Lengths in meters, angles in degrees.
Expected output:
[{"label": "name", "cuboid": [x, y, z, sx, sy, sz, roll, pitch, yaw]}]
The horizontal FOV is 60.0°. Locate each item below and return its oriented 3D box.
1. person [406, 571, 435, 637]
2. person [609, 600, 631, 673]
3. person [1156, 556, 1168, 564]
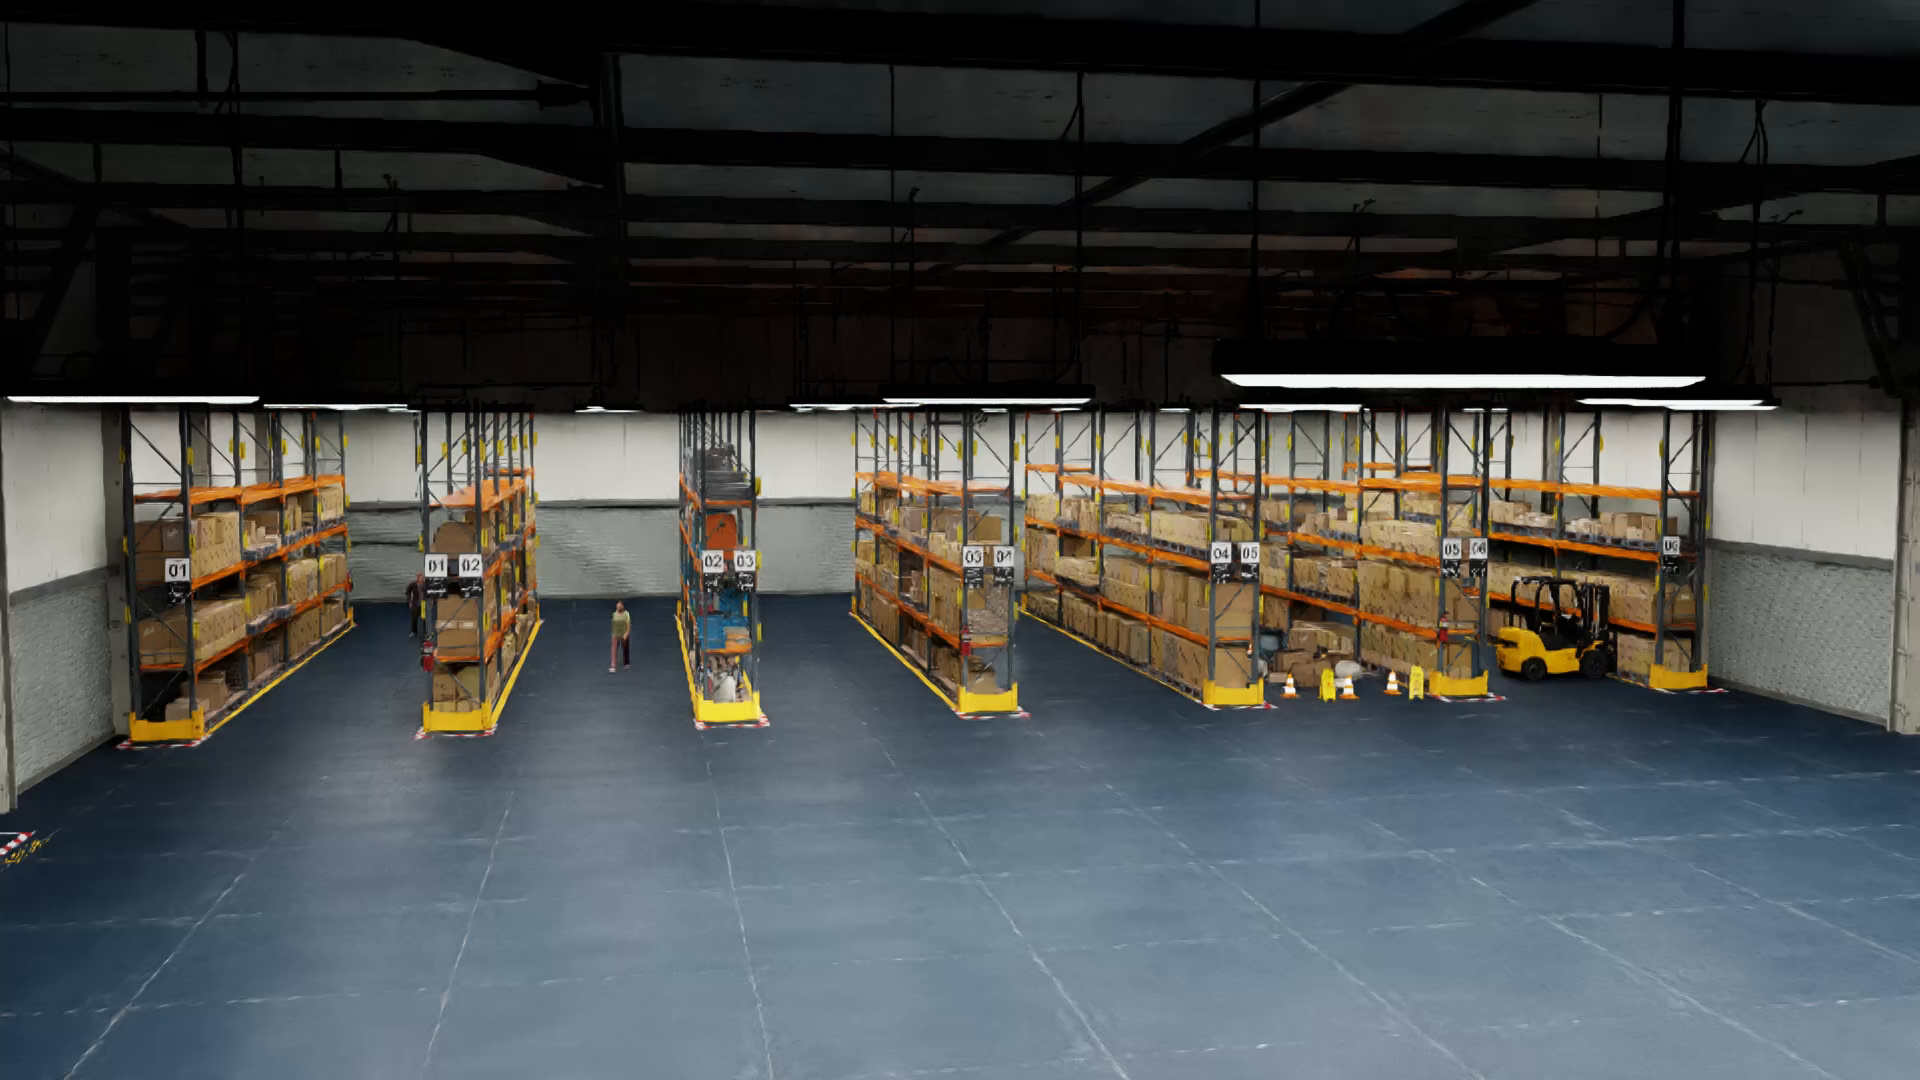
[{"label": "person", "cuboid": [-13.863, 1.638, 42.746, 0.729, 1.733, 0.546, -1, 4, -13]}, {"label": "person", "cuboid": [-7.536, 2.118, 36.970, 0.447, 1.605, 1.017, 0, 4, -2]}, {"label": "person", "cuboid": [6.353, 0.883, 53.369, 0.518, 1.641, 0.677, 3, 5, 36]}]
